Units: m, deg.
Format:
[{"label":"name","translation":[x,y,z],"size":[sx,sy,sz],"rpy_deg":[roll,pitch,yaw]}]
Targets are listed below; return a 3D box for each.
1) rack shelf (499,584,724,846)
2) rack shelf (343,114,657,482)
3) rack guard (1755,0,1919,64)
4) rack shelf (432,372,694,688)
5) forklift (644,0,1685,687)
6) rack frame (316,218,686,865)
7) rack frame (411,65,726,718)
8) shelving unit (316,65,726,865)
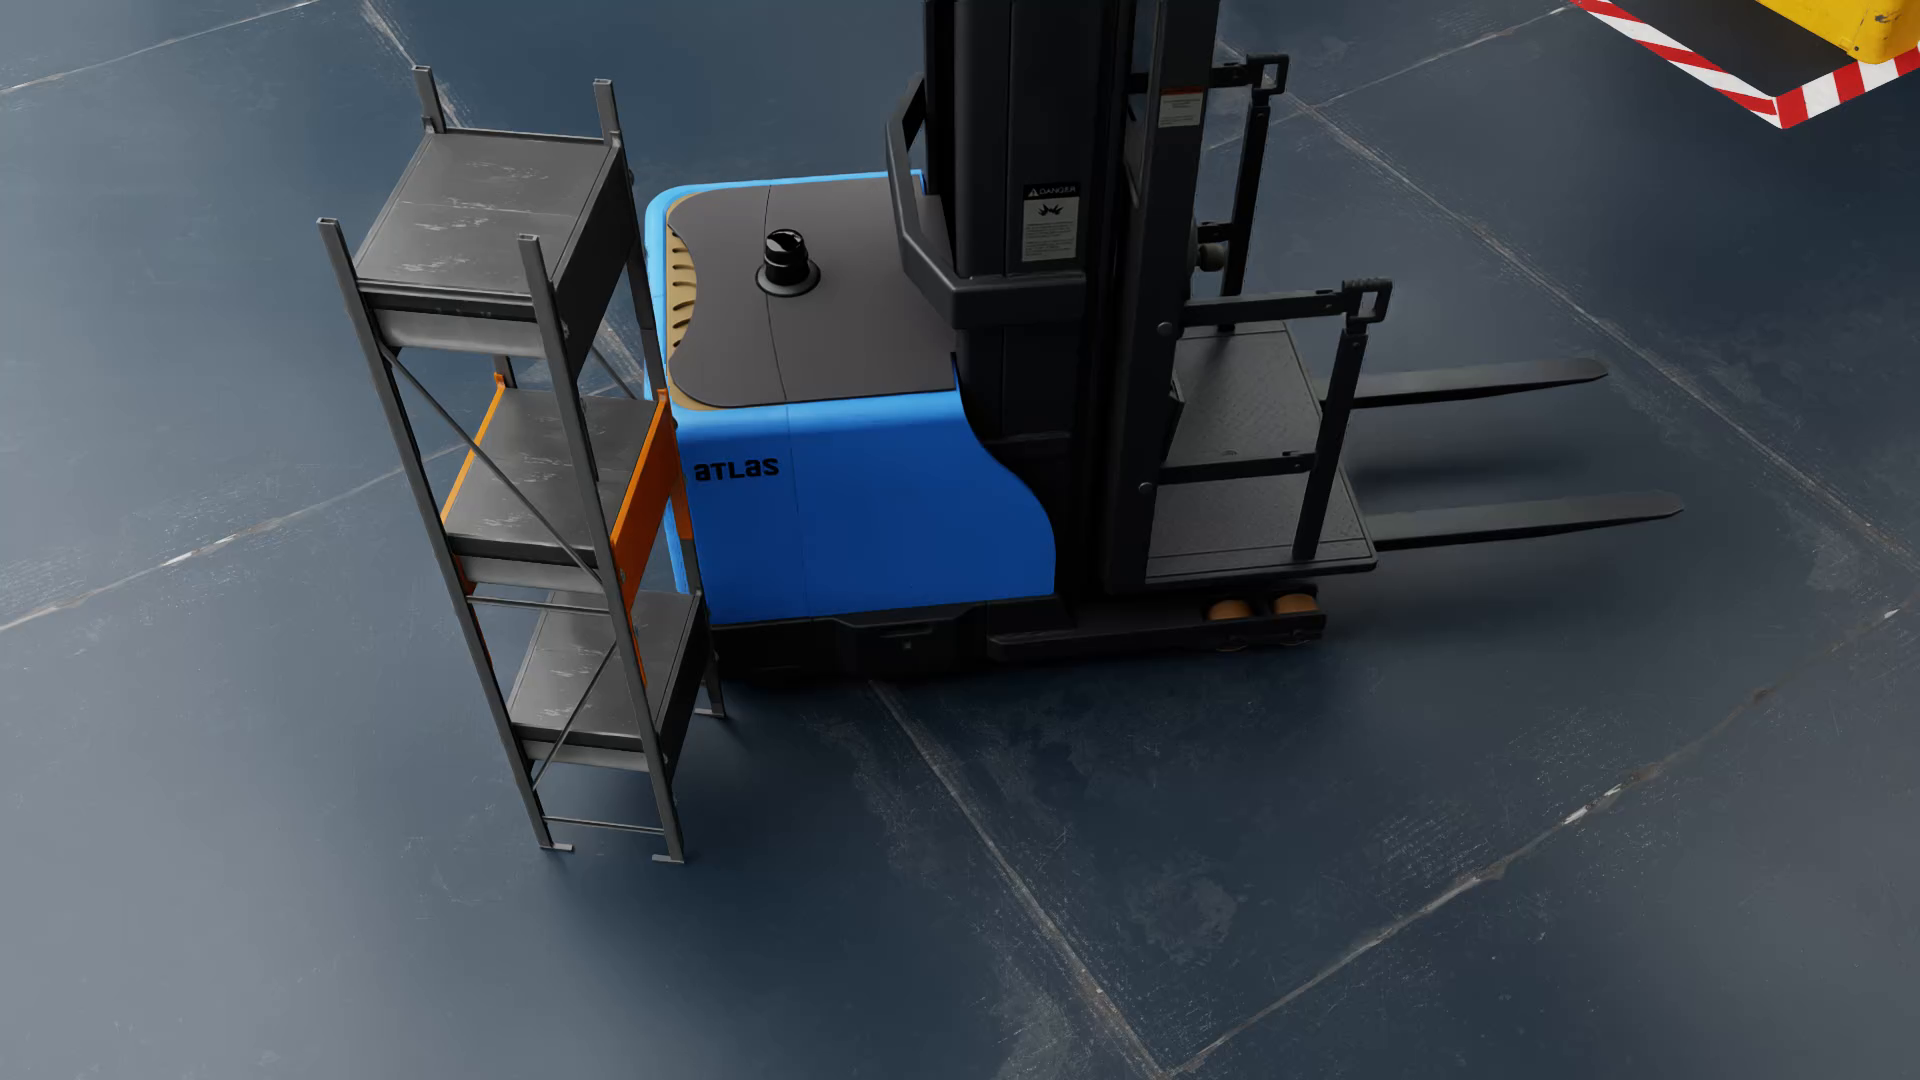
[{"label":"rack shelf","translation":[-0.907,0.445,4.403],"size":[0.431,0.518,0.480],"rpy_deg":[5,49,5]},{"label":"rack shelf","translation":[-0.907,-0.486,3.358],"size":[0.431,0.518,0.480],"rpy_deg":[5,49,5]},{"label":"rack guard","translation":[3.687,-2.600,7.231],"size":[0.348,0.500,1.175],"rpy_deg":[-25,53,-21]},{"label":"rack shelf","translation":[-0.907,-0.021,3.881],"size":[0.431,0.518,0.480],"rpy_deg":[5,49,5]},{"label":"forklift","translation":[0.654,-1.033,4.207],"size":[3.031,2.935,1.130],"rpy_deg":[-5,49,-5]},{"label":"rack frame","translation":[-0.939,0.151,3.710],"size":[0.400,2.100,0.015],"rpy_deg":[5,49,5]},{"label":"rack frame","translation":[-0.876,-0.211,4.031],"size":[0.400,2.100,0.015],"rpy_deg":[5,49,5]},{"label":"shelving unit","translation":[-0.907,-0.030,3.871],"size":[0.431,2.100,0.503],"rpy_deg":[5,49,5]}]
